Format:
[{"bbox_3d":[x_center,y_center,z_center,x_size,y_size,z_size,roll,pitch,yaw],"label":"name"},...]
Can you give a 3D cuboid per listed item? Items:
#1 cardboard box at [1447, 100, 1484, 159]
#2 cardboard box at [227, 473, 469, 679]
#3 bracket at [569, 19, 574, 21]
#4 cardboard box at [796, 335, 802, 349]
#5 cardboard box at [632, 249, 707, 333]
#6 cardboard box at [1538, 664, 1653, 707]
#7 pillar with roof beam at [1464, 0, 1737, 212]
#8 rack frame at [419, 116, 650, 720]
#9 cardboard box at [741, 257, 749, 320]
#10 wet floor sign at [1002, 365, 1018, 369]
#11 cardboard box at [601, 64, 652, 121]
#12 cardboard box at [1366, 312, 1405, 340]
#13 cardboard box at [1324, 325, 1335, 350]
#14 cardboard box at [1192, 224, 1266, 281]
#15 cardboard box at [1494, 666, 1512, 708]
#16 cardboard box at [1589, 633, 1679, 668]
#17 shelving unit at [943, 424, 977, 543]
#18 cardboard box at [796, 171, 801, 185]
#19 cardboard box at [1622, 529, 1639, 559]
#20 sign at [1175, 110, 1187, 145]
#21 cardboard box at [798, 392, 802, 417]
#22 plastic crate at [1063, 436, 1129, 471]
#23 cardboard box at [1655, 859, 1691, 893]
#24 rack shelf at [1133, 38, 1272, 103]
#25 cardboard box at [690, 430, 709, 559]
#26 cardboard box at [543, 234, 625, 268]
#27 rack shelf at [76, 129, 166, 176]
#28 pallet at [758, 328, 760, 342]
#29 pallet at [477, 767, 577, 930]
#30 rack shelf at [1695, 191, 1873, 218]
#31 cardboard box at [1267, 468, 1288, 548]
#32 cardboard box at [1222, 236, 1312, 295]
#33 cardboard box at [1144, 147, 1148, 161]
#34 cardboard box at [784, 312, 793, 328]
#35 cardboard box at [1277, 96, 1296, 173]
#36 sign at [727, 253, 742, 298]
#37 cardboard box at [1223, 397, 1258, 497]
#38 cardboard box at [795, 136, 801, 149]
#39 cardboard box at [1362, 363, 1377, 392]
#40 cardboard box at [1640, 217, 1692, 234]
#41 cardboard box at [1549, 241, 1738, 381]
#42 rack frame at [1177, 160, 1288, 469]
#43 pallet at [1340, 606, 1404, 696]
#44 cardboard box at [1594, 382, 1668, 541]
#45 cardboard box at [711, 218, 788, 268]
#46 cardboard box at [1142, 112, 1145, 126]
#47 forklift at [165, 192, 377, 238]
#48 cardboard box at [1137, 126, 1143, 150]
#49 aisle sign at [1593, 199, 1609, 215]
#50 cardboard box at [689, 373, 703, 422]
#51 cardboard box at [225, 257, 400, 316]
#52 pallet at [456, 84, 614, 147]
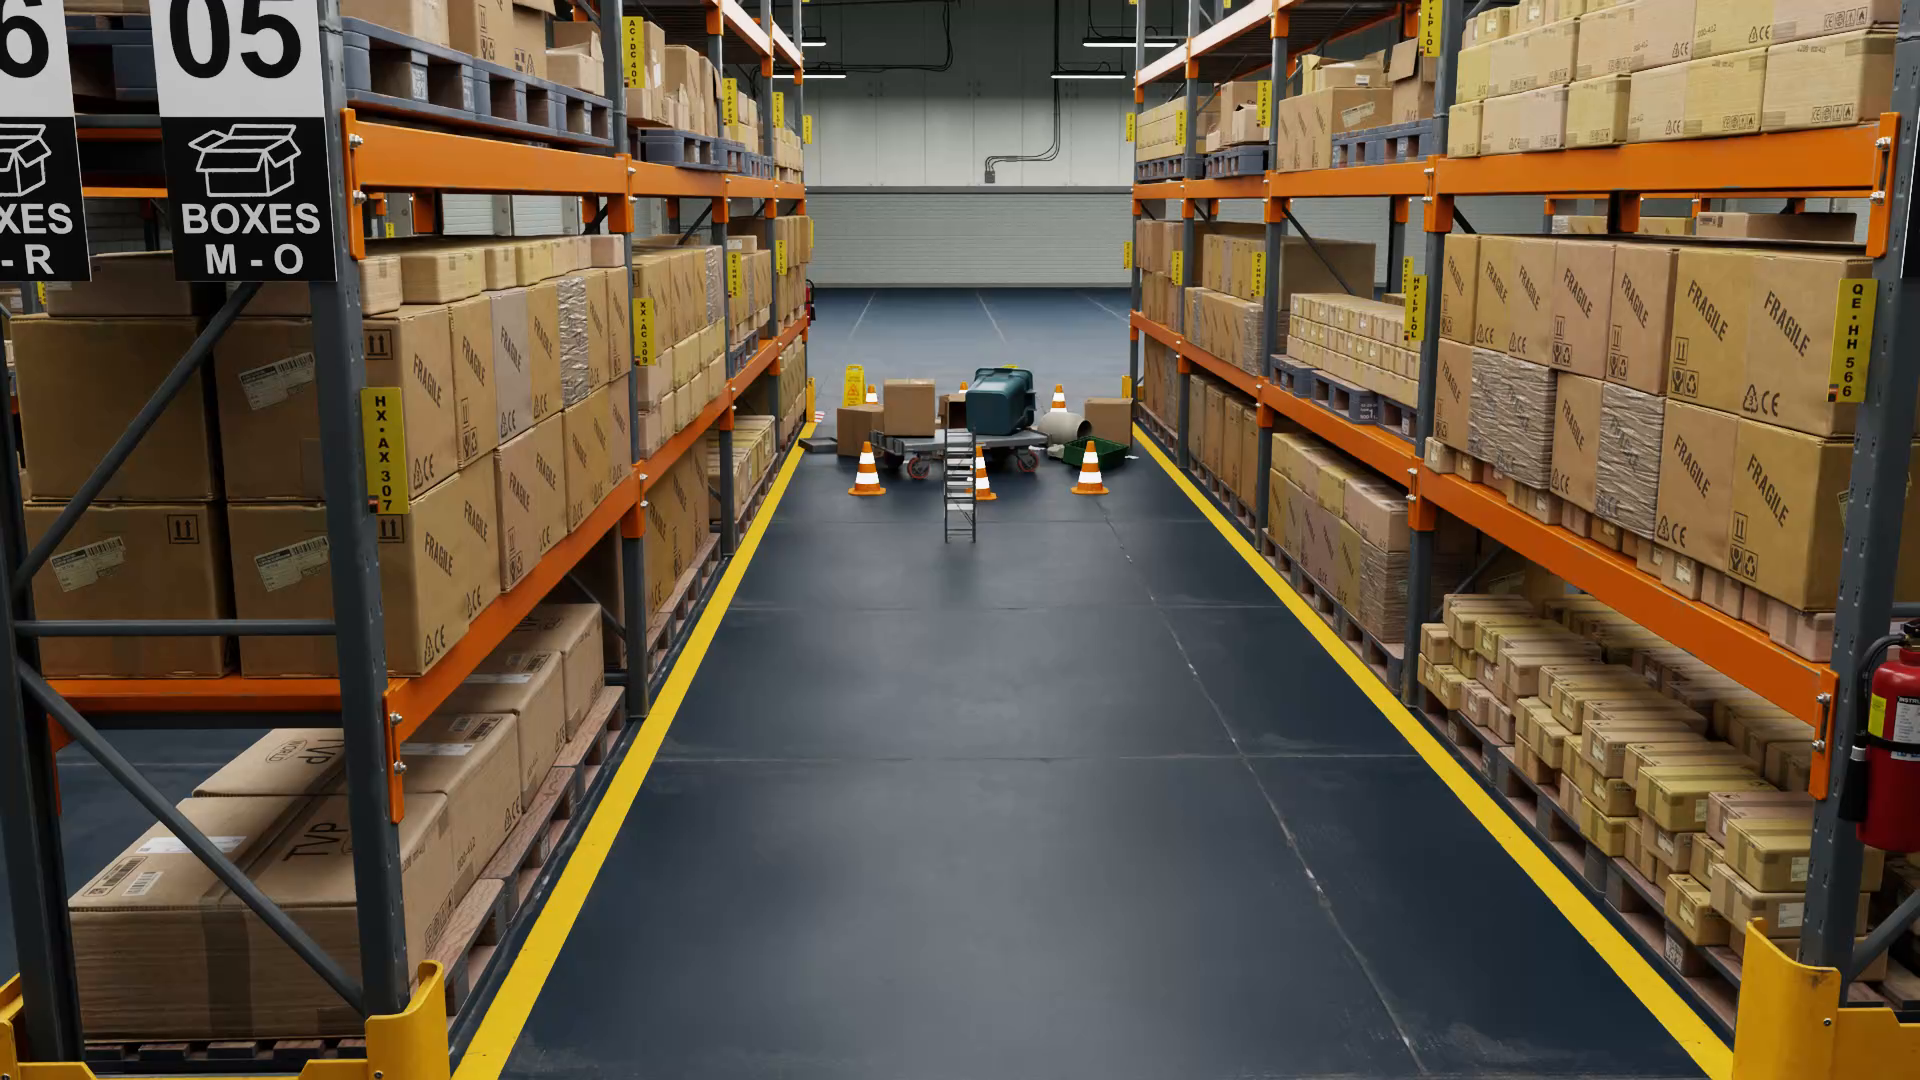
[{"bbox_3d":[2.583,-1.902,7.722,0.500,0.250,0.500,0,11,2],"label":"cardboard box"},{"bbox_3d":[-1.750,0.091,4.812,0.500,0.500,0.500,0,11,-2],"label":"cardboard box"},{"bbox_3d":[-8.215,-10.981,35.502,0.235,0.232,0.430,0,11,-1],"label":"bracket"},{"bbox_3d":[-2.006,-2.256,18.978,0.380,0.149,0.250,0,11,0],"label":"cardboard box"},{"bbox_3d":[-1.898,-1.590,10.585,0.500,0.500,0.500,0,11,-1],"label":"cardboard box"},{"bbox_3d":[2.678,0.632,7.016,0.380,0.149,0.250,-1,11,-4],"label":"cardboard box"},{"bbox_3d":[18.362,-11.795,48.568,9.100,9.000,0.548,0,11,-1],"label":"pillar with roof beam"},{"bbox_3d":[-2.110,-0.558,8.265,1.000,3.000,0.127,0,11,-1],"label":"rack frame"},{"bbox_3d":[-2.006,-2.053,13.580,0.500,0.500,0.500,0,11,0],"label":"cardboard box"},{"bbox_3d":[0.609,-1.828,20.445,0.267,0.644,0.232,-2,12,-11],"label":"wet floor sign"},{"bbox_3d":[-1.770,-2.269,8.436,0.396,0.266,0.258,0,11,-2],"label":"cardboard box"},{"bbox_3d":[2.617,-1.258,9.793,0.380,0.149,0.250,-1,11,-3],"label":"cardboard box"},{"bbox_3d":[2.590,-1.319,10.842,0.380,0.149,0.250,0,11,-1],"label":"cardboard box"},{"bbox_3d":[2.699,-2.865,16.543,0.875,0.550,0.550,0,11,-1],"label":"cardboard box"},{"bbox_3d":[2.663,0.672,7.566,0.380,0.149,0.250,-1,11,-4],"label":"cardboard box"},{"bbox_3d":[3.089,0.523,7.555,0.380,0.149,0.250,0,11,1],"label":"cardboard box"},{"bbox_3d":[0.000,-0.439,12.962,0.258,0.900,0.210,0,11,-1],"label":"shelving unit"},{"bbox_3d":[-2.033,-4.171,19.163,0.380,0.149,0.250,0,11,-1],"label":"cardboard box"},{"bbox_3d":[2.692,0.000,6.148,0.380,0.149,0.250,-1,11,-4],"label":"cardboard box"},{"bbox_3d":[2.117,-3.948,15.933,0.100,0.325,0.005,0,11,-1],"label":"sign"},{"bbox_3d":[-2.069,-1.539,18.961,0.500,0.250,0.500,0,11,-1],"label":"cardboard box"},{"bbox_3d":[1.358,-0.868,16.721,0.450,0.188,0.662,17,18,26],"label":"plastic crate"},{"bbox_3d":[2.675,1.181,5.809,0.380,0.149,0.250,0,11,-1],"label":"cardboard box"},{"bbox_3d":[2.630,-4.978,17.778,1.077,0.370,4.000,0,11,-1],"label":"rack shelf"},{"bbox_3d":[-2.261,-0.380,11.676,0.875,0.875,0.875,0,11,-2],"label":"cardboard box"},{"bbox_3d":[-1.785,-1.355,7.796,0.380,0.149,0.250,0,11,-2],"label":"cardboard box"},{"bbox_3d":[-2.068,-1.374,6.060,0.919,0.124,3.809,0,11,-1],"label":"rack shelf"},{"bbox_3d":[-2.405,-1.902,15.371,1.003,0.211,1.213,0,11,-1],"label":"pallet"},{"bbox_3d":[-2.144,1.203,6.598,1.003,0.211,1.213,0,11,-1],"label":"pallet"},{"bbox_3d":[7.674,-2.909,14.118,1.077,0.370,4.000,0,11,-1],"label":"rack shelf"},{"bbox_3d":[2.514,-0.233,11.893,0.500,0.500,0.500,-1,11,-4],"label":"cardboard box"},{"bbox_3d":[2.711,-2.426,14.708,0.700,0.500,0.500,0,11,-1],"label":"cardboard box"},{"bbox_3d":[2.292,-4.365,18.812,0.380,0.149,0.250,0,11,-1],"label":"cardboard box"},{"bbox_3d":[-1.978,-2.343,17.698,0.380,0.149,0.250,0,11,-1],"label":"cardboard box"},{"bbox_3d":[2.500,-2.798,11.511,0.500,0.500,0.500,0,11,-1],"label":"cardboard box"},{"bbox_3d":[-1.638,-1.924,12.084,0.100,0.325,0.005,0,11,-1],"label":"sign"},{"bbox_3d":[2.810,-0.792,14.021,1.050,0.750,0.750,0,11,0],"label":"cardboard box"},{"bbox_3d":[-2.056,-4.615,19.345,0.380,0.149,0.250,0,11,-1],"label":"cardboard box"},{"bbox_3d":[2.605,-0.966,9.850,0.380,0.149,0.250,-1,11,-4],"label":"cardboard box"},{"bbox_3d":[7.337,-3.062,17.091,0.500,0.500,0.500,0,11,-1],"label":"cardboard box"},{"bbox_3d":[2.617,-0.887,6.374,0.500,0.500,0.500,-1,11,-3],"label":"cardboard box"},{"bbox_3d":[2.672,-2.189,16.303,1.000,3.000,0.127,0,11,-1],"label":"rack frame"},{"bbox_3d":[2.820,0.613,9.505,1.003,0.211,1.213,0,11,-1],"label":"pallet"},{"bbox_3d":[2.628,-0.290,5.942,0.500,0.500,0.500,0,11,-1],"label":"cardboard box"},{"bbox_3d":[-2.067,-2.921,16.401,0.700,0.500,0.500,0,11,-2],"label":"cardboard box"},{"bbox_3d":[2.288,-4.808,18.989,0.380,0.149,0.250,0,11,-2],"label":"cardboard box"},{"bbox_3d":[-5.340,-1.445,12.970,3.031,2.867,1.129,6,13,28],"label":"forklift"},{"bbox_3d":[2.343,-4.684,19.380,0.500,0.250,0.500,0,11,-1],"label":"cardboard box"},{"bbox_3d":[7.849,-4.272,20.032,0.394,0.787,0.004,0,11,-1],"label":"aisle sign"},{"bbox_3d":[-1.863,-0.877,10.216,0.500,0.250,0.500,0,11,-2],"label":"cardboard box"},{"bbox_3d":[-1.758,-0.692,4.526,0.380,0.149,0.250,0,11,0],"label":"cardboard box"},{"bbox_3d":[-2.103,-1.822,7.174,1.003,0.211,1.213,0,11,-1],"label":"pallet"}]
